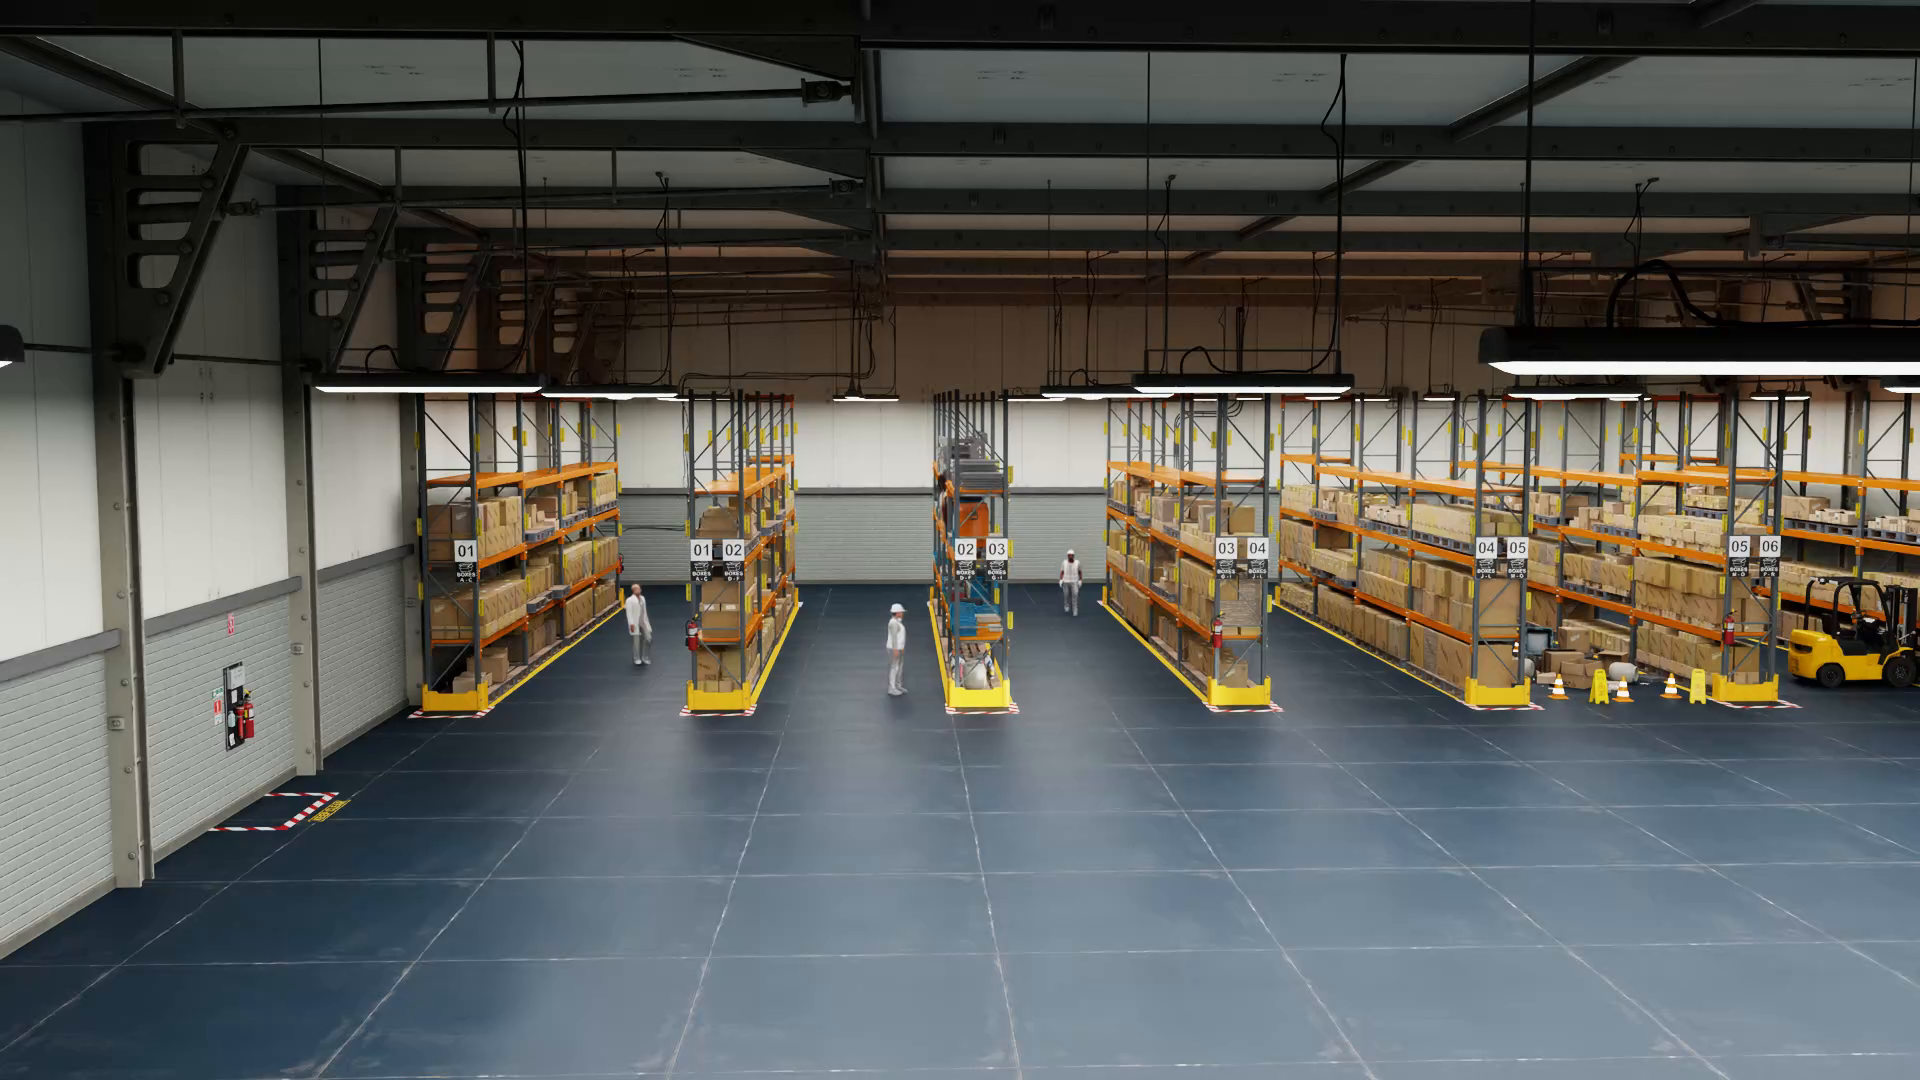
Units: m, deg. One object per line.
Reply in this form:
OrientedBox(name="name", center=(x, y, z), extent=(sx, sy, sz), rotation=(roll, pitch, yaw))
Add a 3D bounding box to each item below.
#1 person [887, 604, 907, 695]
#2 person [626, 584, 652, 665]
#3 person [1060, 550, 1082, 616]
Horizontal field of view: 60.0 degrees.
OrientedBox(name="person", center=(-1.251, 2.150, 32.903), extent=(0.401, 1.788, 0.557), rotation=(0, 5, 5))
OrientedBox(name="person", center=(-7.082, 1.886, 36.650), extent=(0.599, 1.827, 0.529), rotation=(-3, 6, -33))
OrientedBox(name="person", center=(3.020, 1.143, 45.282), extent=(0.630, 1.744, 0.992), rotation=(0, 5, -3))
